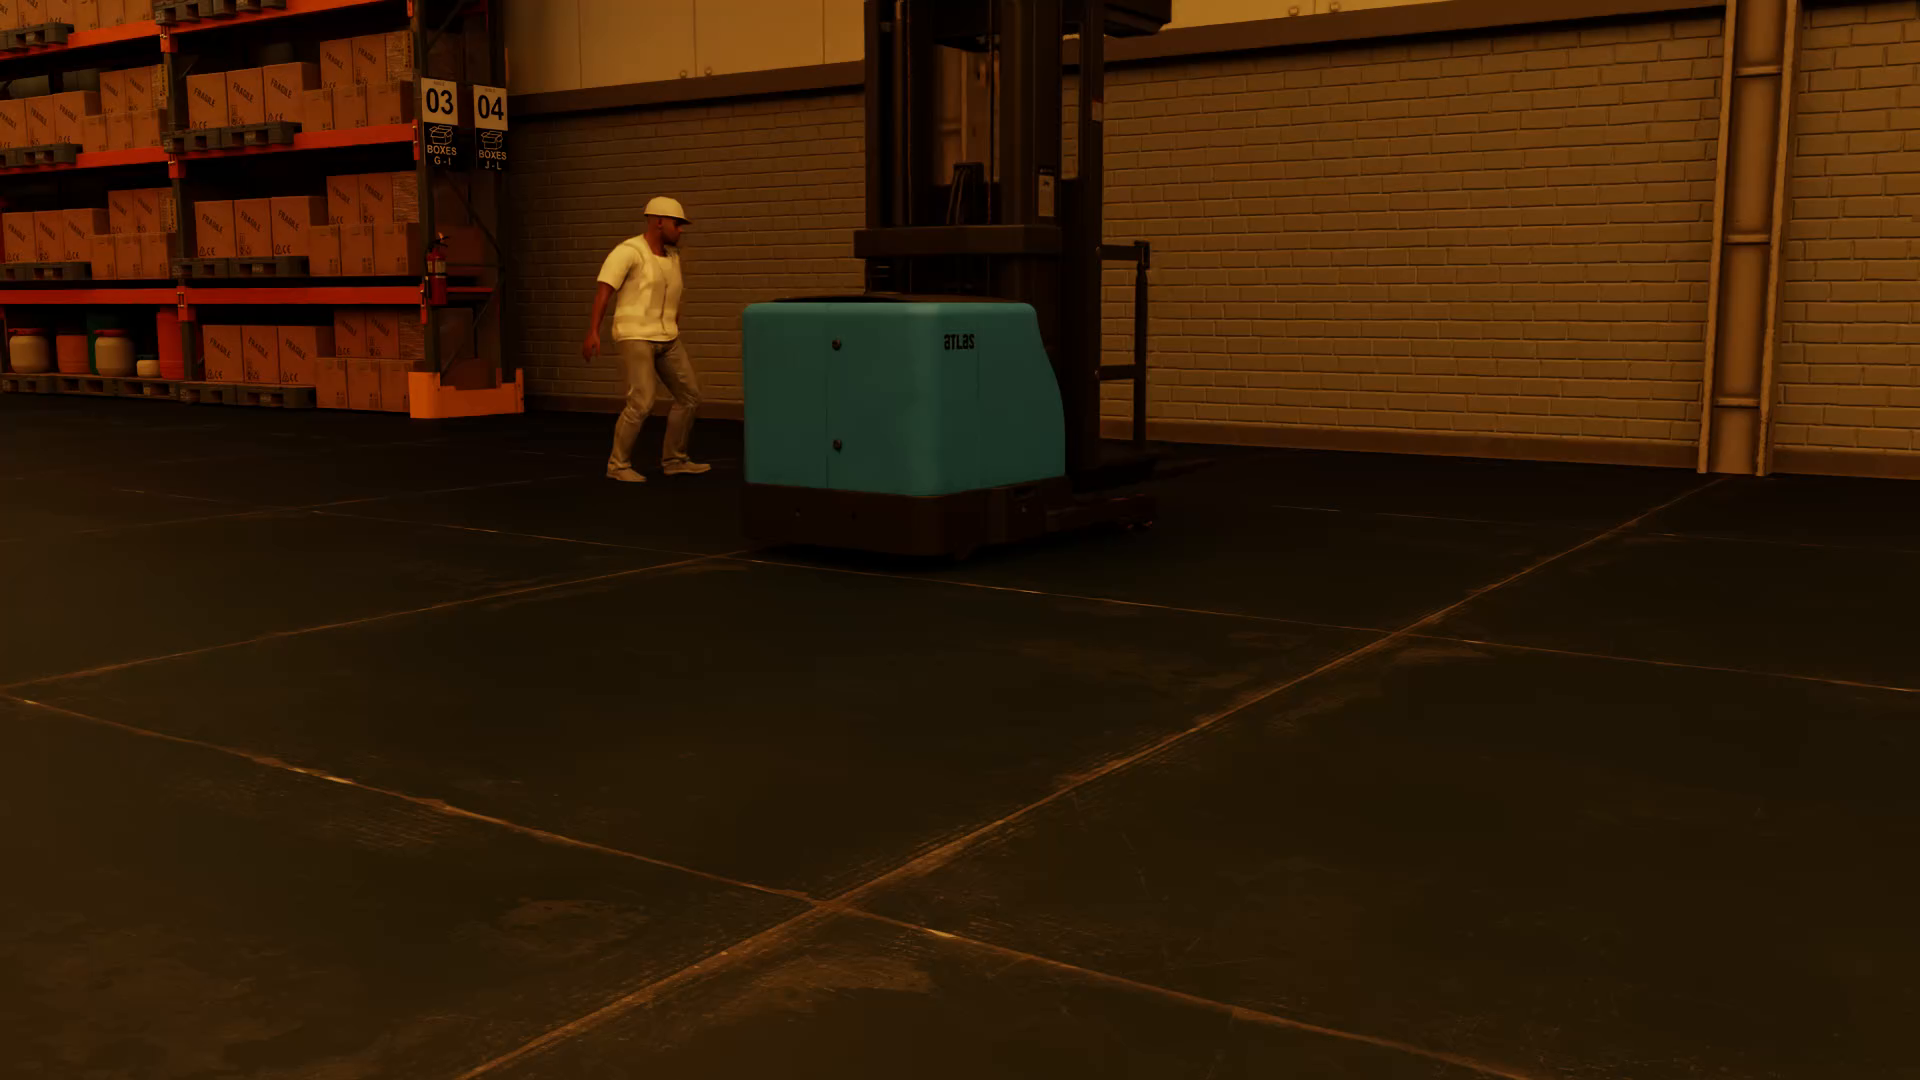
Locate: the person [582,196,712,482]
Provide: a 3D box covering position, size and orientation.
[{"bbox_3d":[-1.901,-1.217,10.147,0.474,1.732,0.899,5,10,33],"label":"person"}]

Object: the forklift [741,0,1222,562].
[{"bbox_3d":[0.306,-1.526,7.922,1.130,2.935,3.031,6,10,34],"label":"forklift"}]
